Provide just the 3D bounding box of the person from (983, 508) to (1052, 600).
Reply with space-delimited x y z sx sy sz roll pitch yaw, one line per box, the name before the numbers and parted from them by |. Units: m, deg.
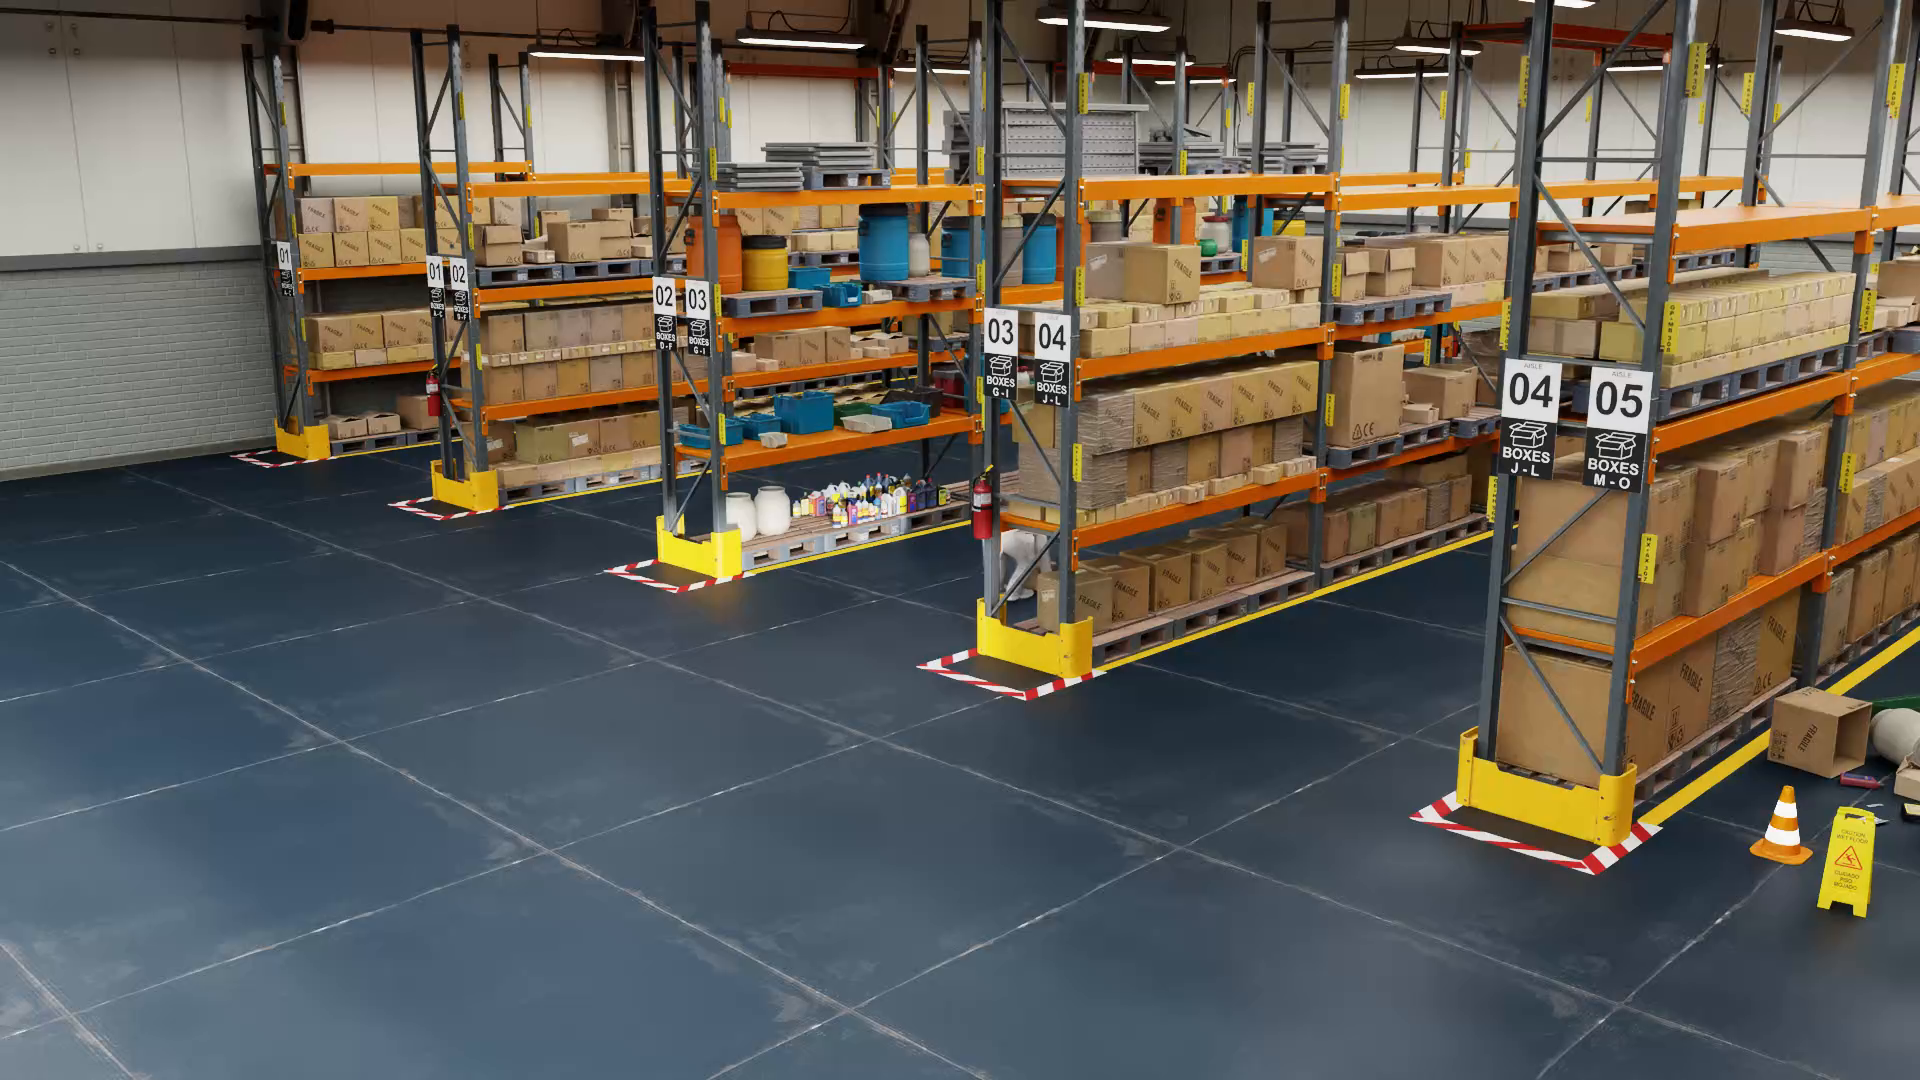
person | 0.610 0.103 17.357 0.590 0.952 0.946 12 18 40
